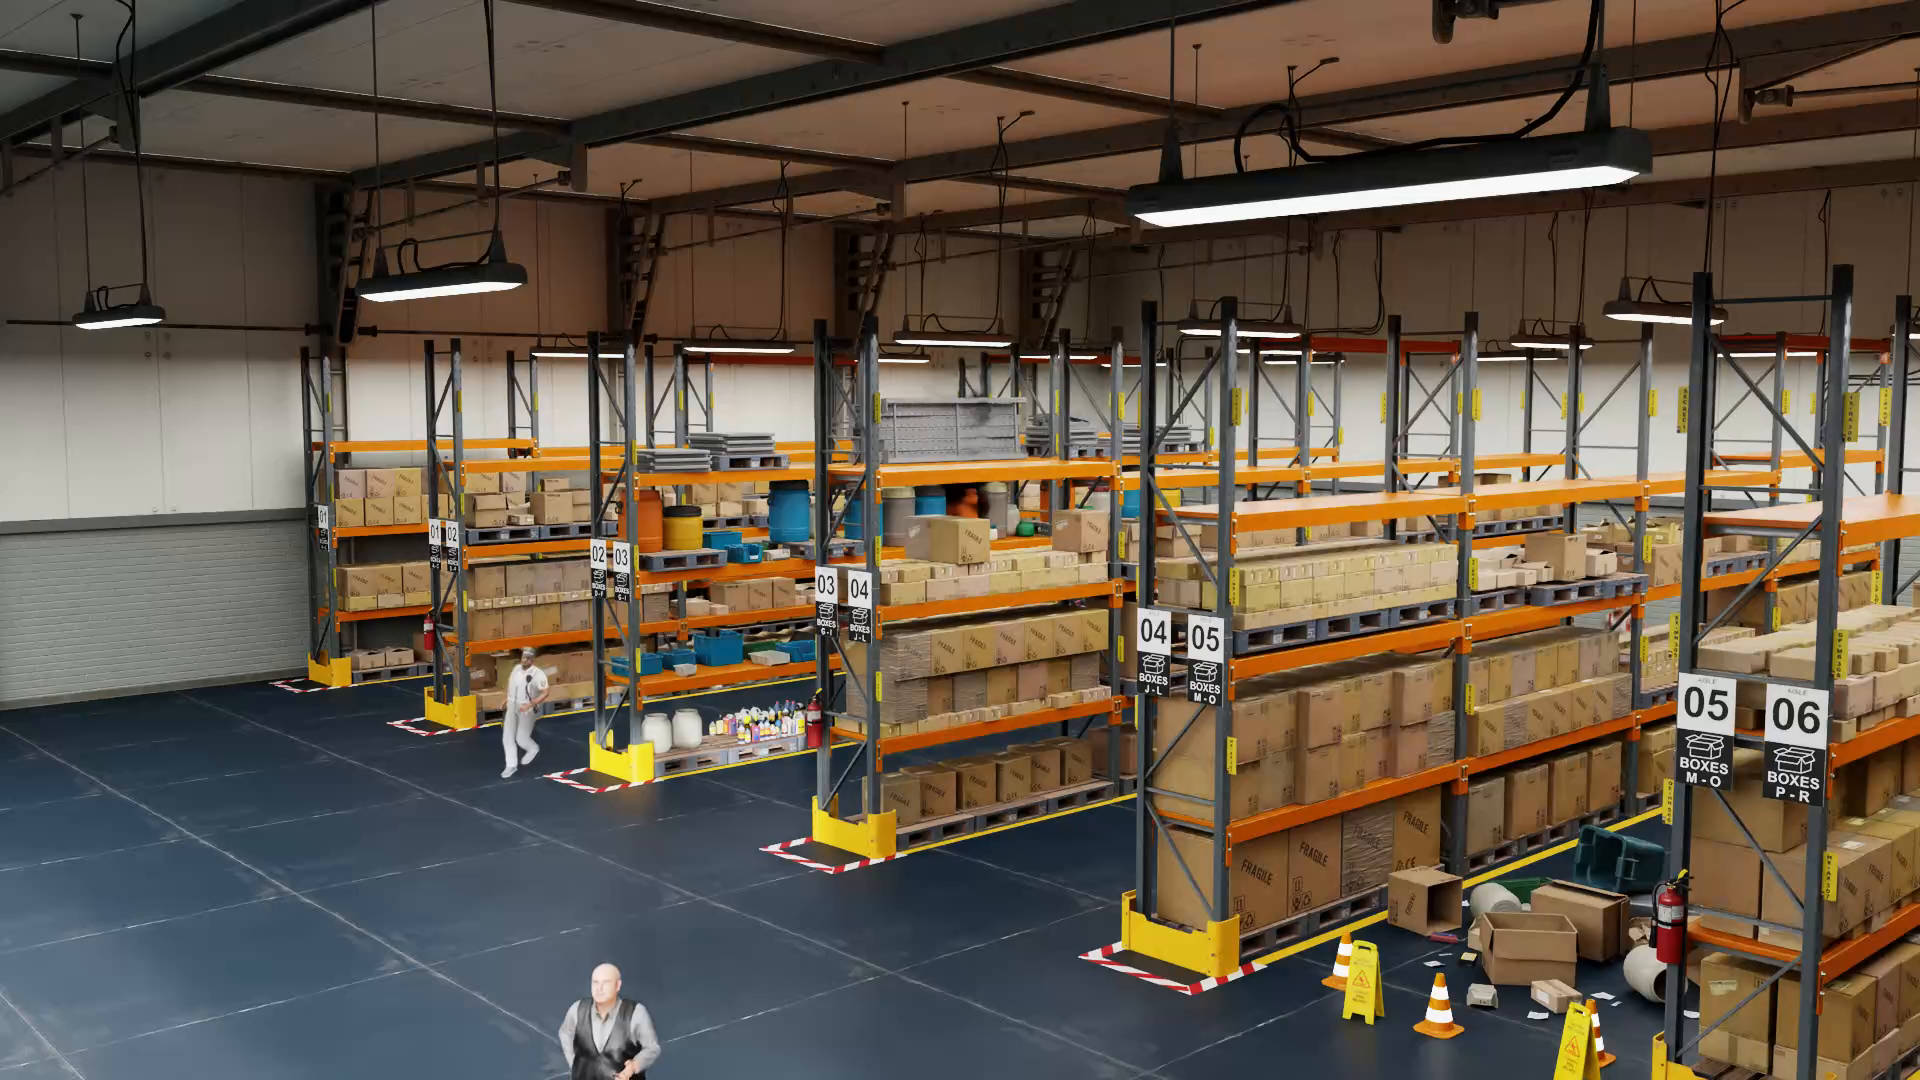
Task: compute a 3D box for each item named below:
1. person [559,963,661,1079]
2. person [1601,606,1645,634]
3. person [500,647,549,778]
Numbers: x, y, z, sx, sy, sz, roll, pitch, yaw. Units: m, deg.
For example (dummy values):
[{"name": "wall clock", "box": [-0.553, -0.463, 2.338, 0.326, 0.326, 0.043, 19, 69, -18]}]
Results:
[{"name": "person", "box": [-2.133, 3.434, 10.121, 0.631, 1.738, 0.704, -1, 5, -8]}, {"name": "person", "box": [11.146, 1.827, 27.996, 0.716, 1.751, 0.672, 5, 7, 42]}, {"name": "person", "box": [-5.911, 2.315, 22.669, 0.701, 1.763, 0.761, 1, 5, 15]}]
